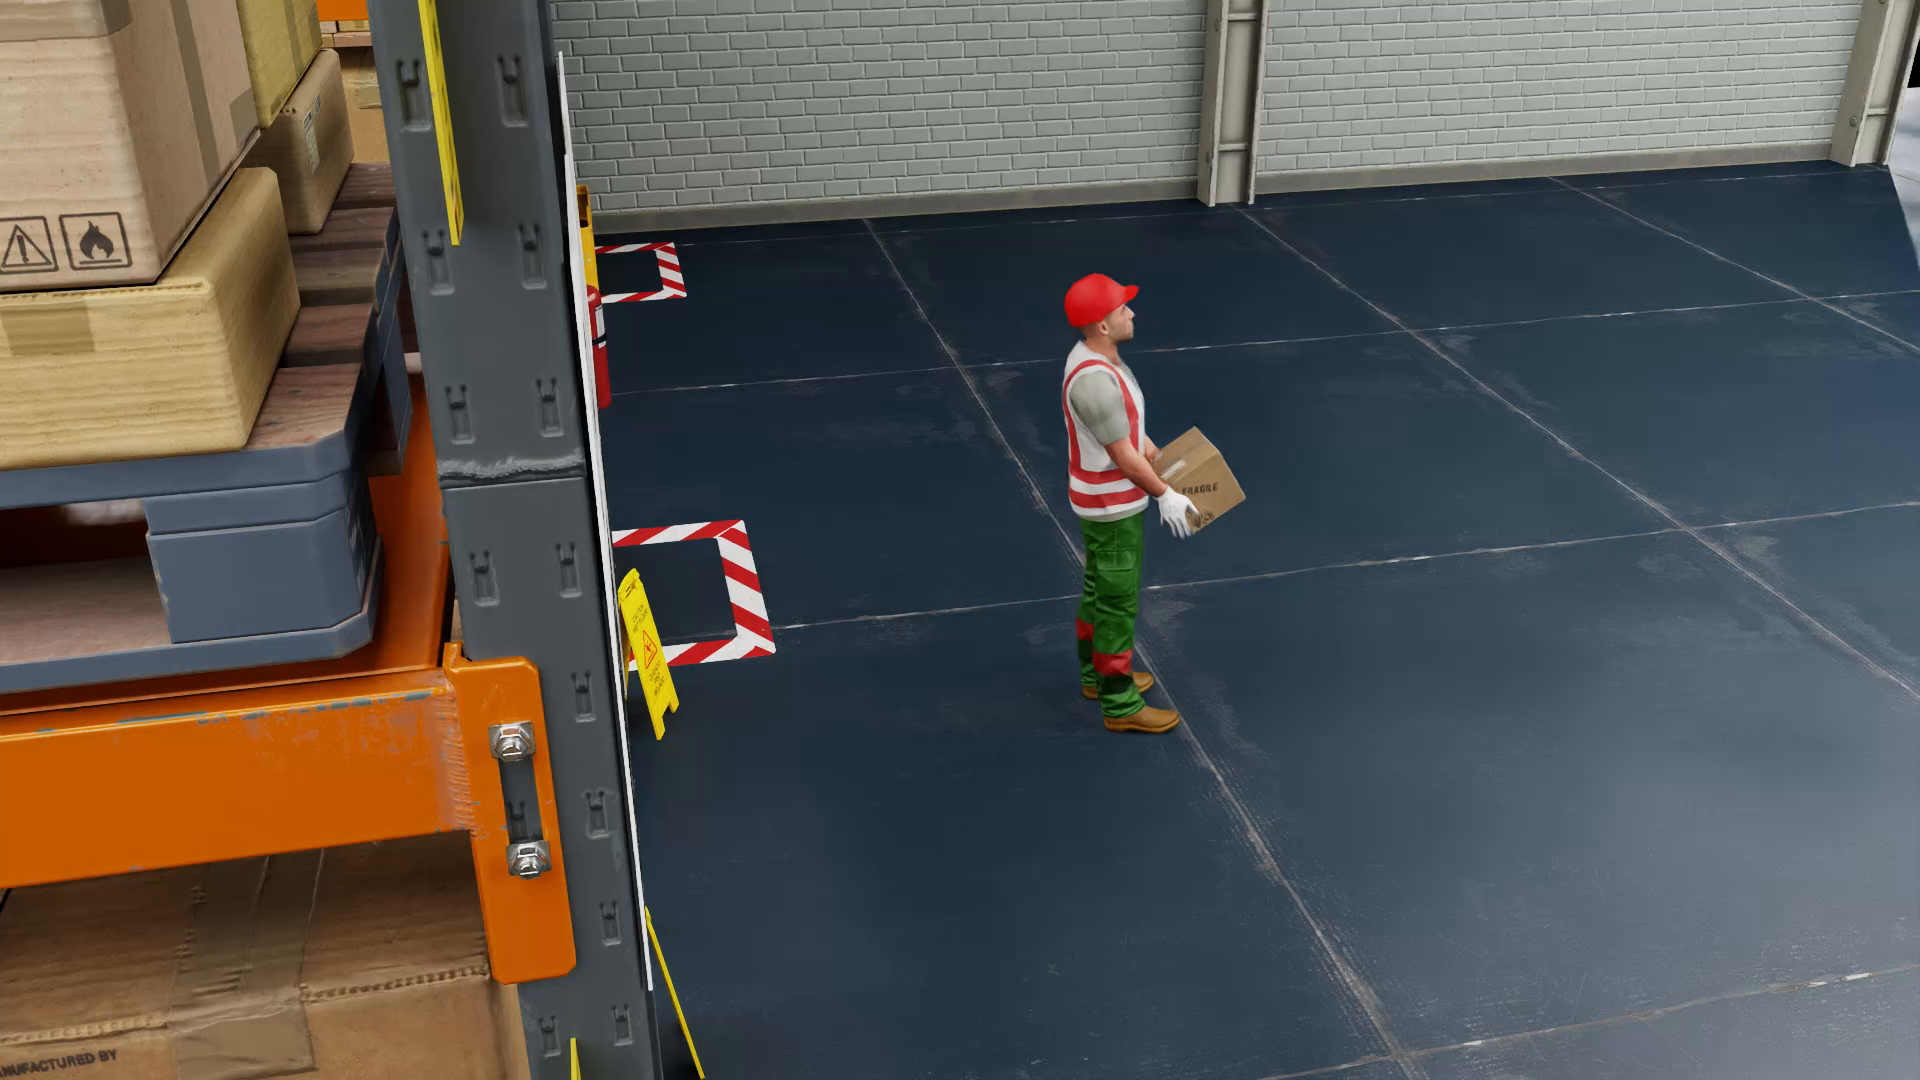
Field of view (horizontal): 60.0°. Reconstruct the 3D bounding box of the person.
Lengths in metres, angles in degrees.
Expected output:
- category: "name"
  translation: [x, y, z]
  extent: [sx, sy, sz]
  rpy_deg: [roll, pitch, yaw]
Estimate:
- category: "person"
  translation: [0.641, -0.148, 6.377]
  extent: [0.527, 1.793, 0.514]
  rpy_deg: [1, 27, 2]
